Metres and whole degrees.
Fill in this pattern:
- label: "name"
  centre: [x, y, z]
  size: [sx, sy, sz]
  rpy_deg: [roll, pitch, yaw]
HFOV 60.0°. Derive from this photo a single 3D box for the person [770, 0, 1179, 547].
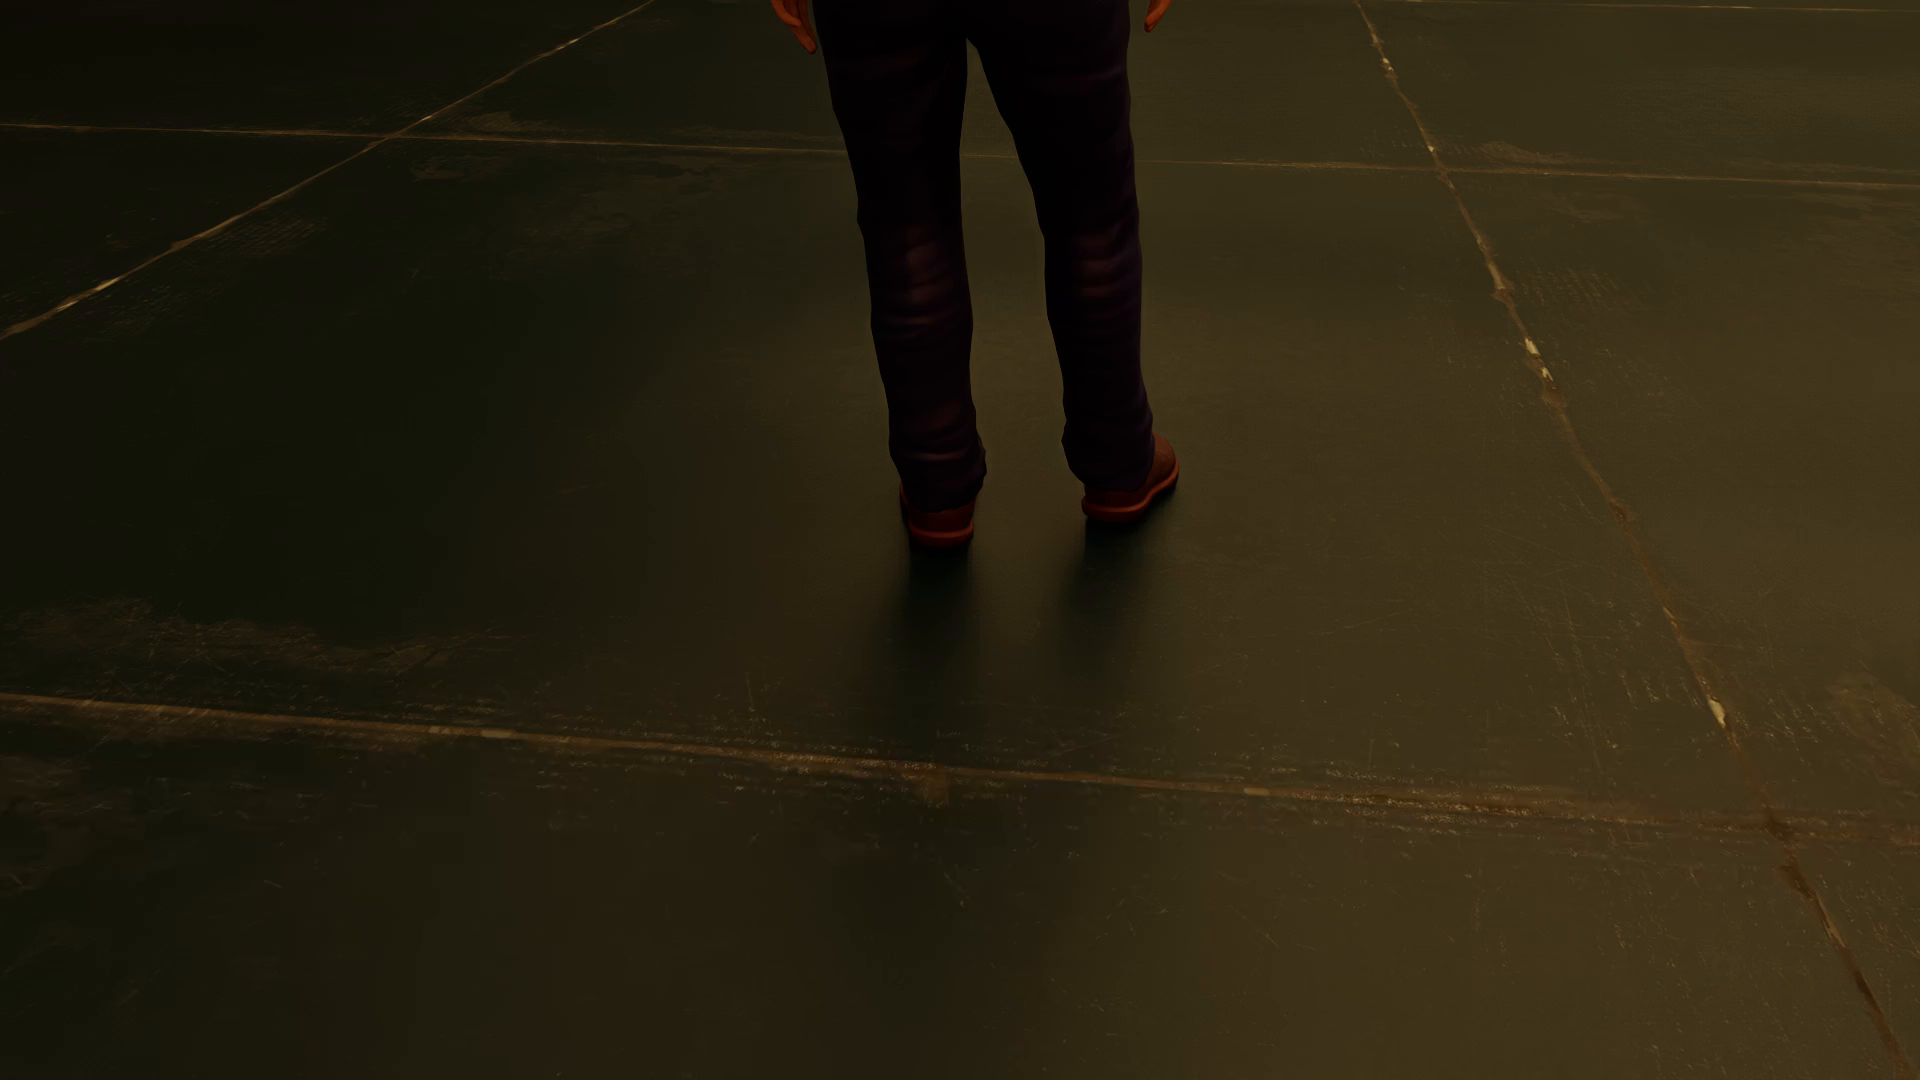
- label: "person"
  centre: [0.034, -0.782, 2.205]
  size: [0.599, 1.650, 0.503]
  rpy_deg: [3, 27, 7]
